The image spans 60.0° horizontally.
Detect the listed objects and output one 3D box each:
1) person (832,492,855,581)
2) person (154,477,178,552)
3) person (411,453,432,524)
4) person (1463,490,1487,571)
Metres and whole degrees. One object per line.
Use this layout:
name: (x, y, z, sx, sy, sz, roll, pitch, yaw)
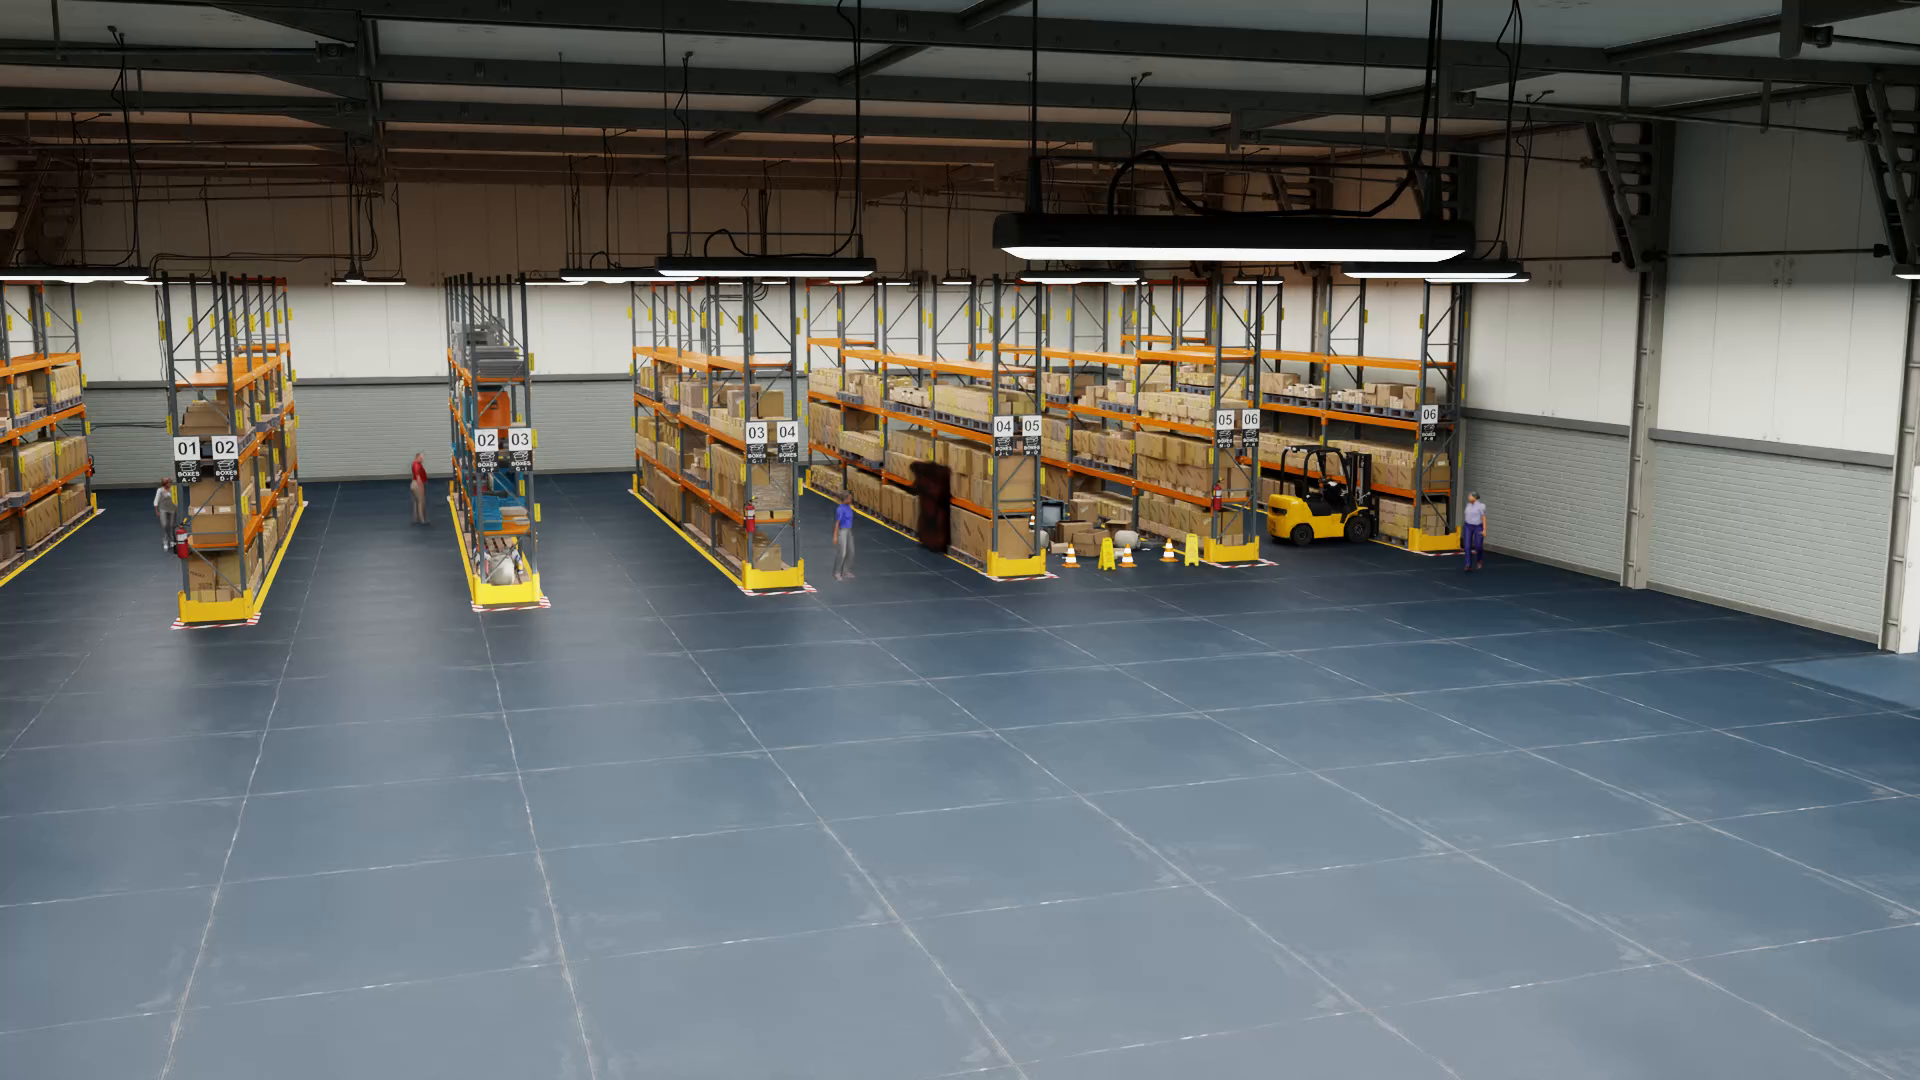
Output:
person: (-2.217, -0.086, 31.428, 0.399, 1.668, 0.590, 4, 9, 25)
person: (-17.482, -0.590, 36.711, 0.530, 1.618, 0.691, -4, 10, -26)
person: (-13.197, -1.275, 40.709, 0.429, 1.728, 0.597, -4, 10, -26)
person: (10.477, -0.195, 33.813, 0.483, 1.644, 0.470, 5, 10, 29)
